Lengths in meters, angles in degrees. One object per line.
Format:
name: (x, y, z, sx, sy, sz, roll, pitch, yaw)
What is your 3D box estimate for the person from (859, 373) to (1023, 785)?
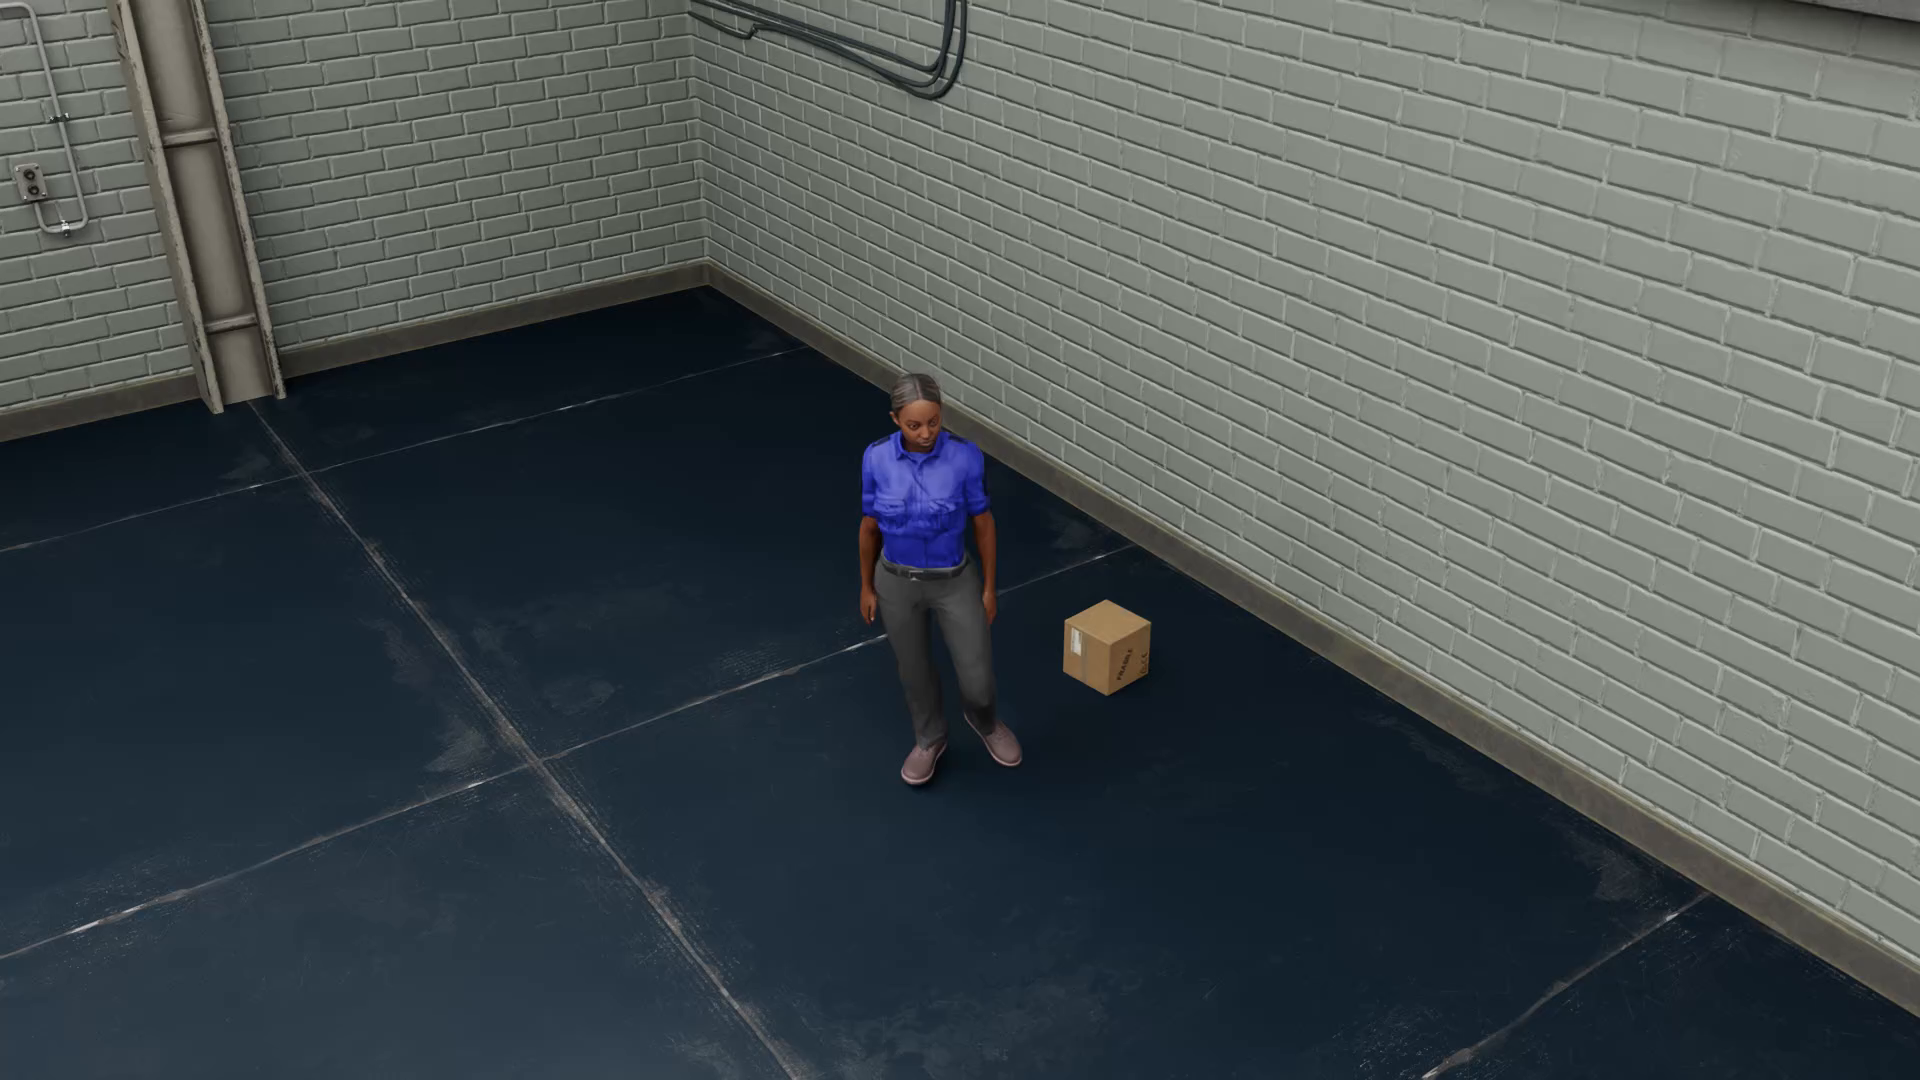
person: (-0.062, 0.144, 5.832, 0.584, 1.647, 0.439, 4, 29, 7)
